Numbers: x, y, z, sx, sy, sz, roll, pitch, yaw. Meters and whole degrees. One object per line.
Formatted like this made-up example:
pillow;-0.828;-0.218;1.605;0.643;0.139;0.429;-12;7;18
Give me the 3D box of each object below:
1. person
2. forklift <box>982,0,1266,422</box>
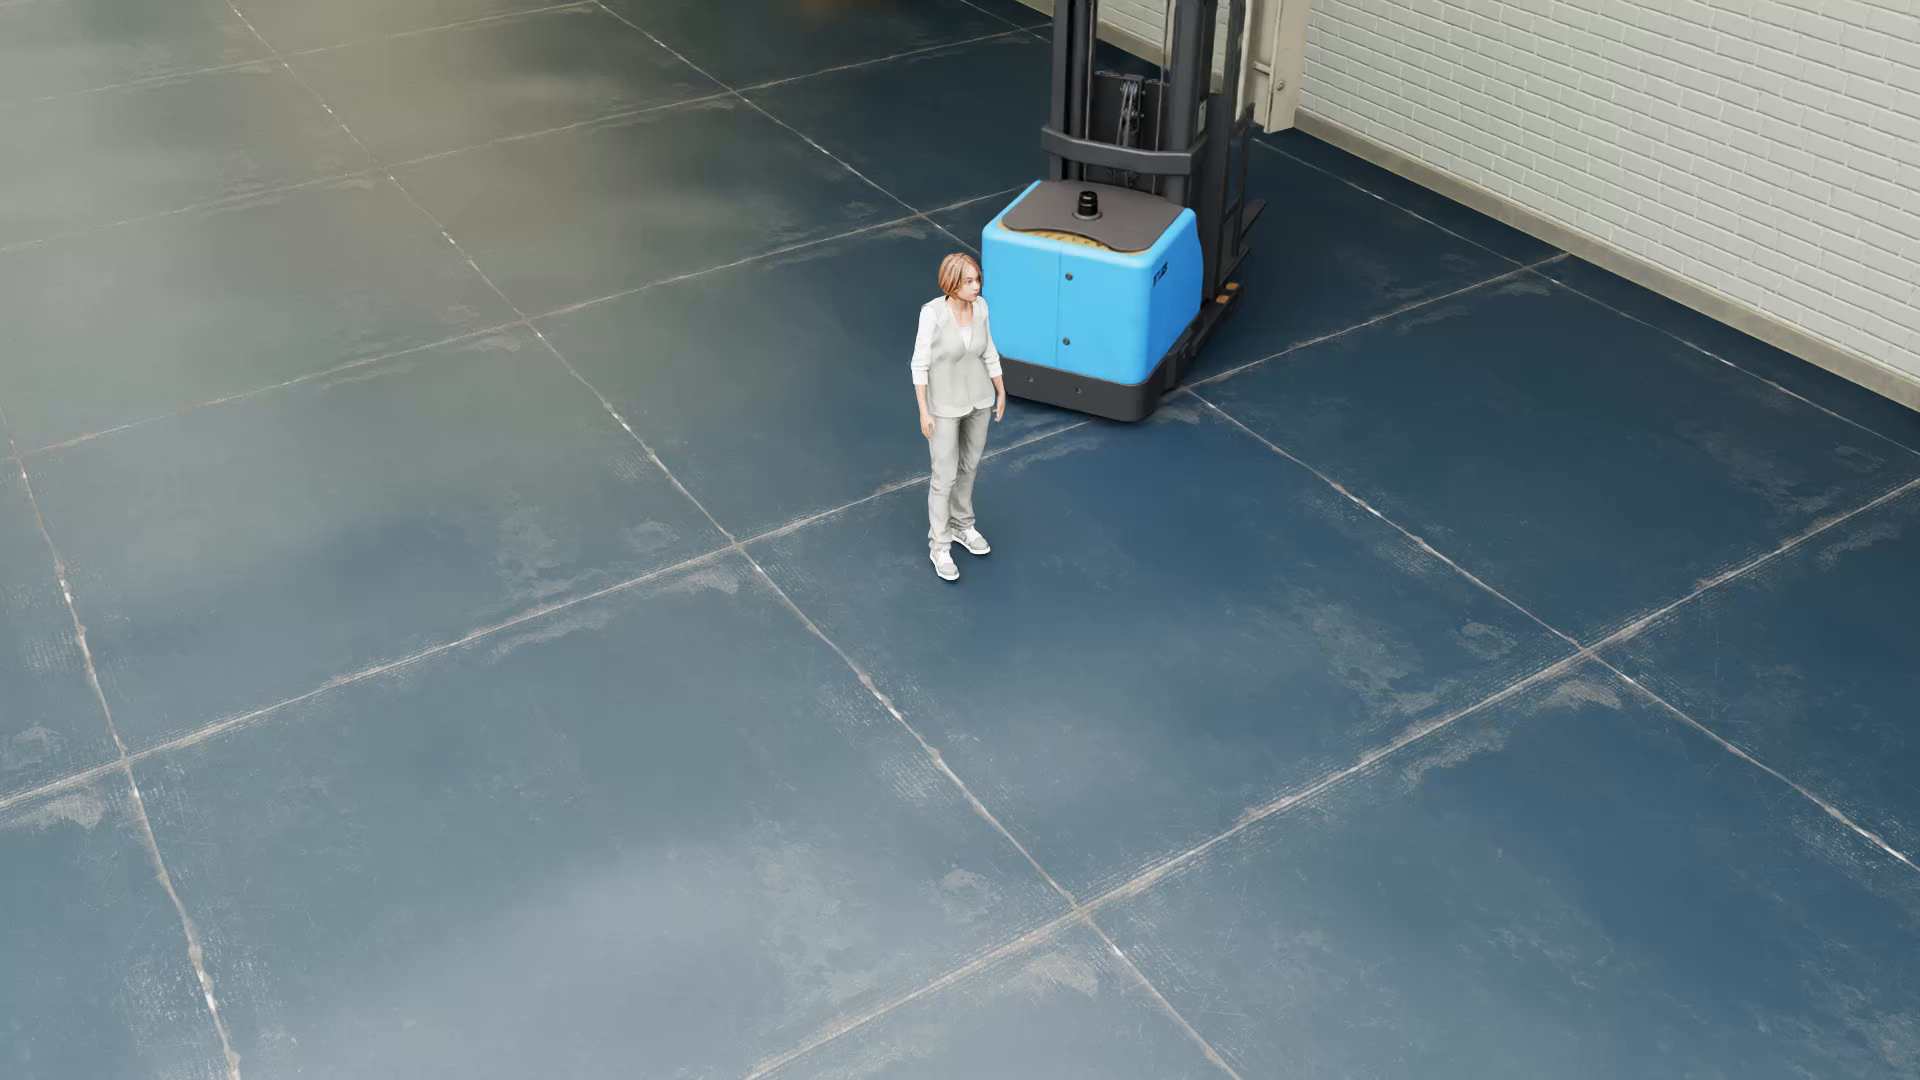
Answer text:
person;0.028;-0.620;8.176;0.519;1.598;0.474;-21;40;-27
forklift;1.201;-2.712;10.007;1.130;2.935;3.031;15;38;21
